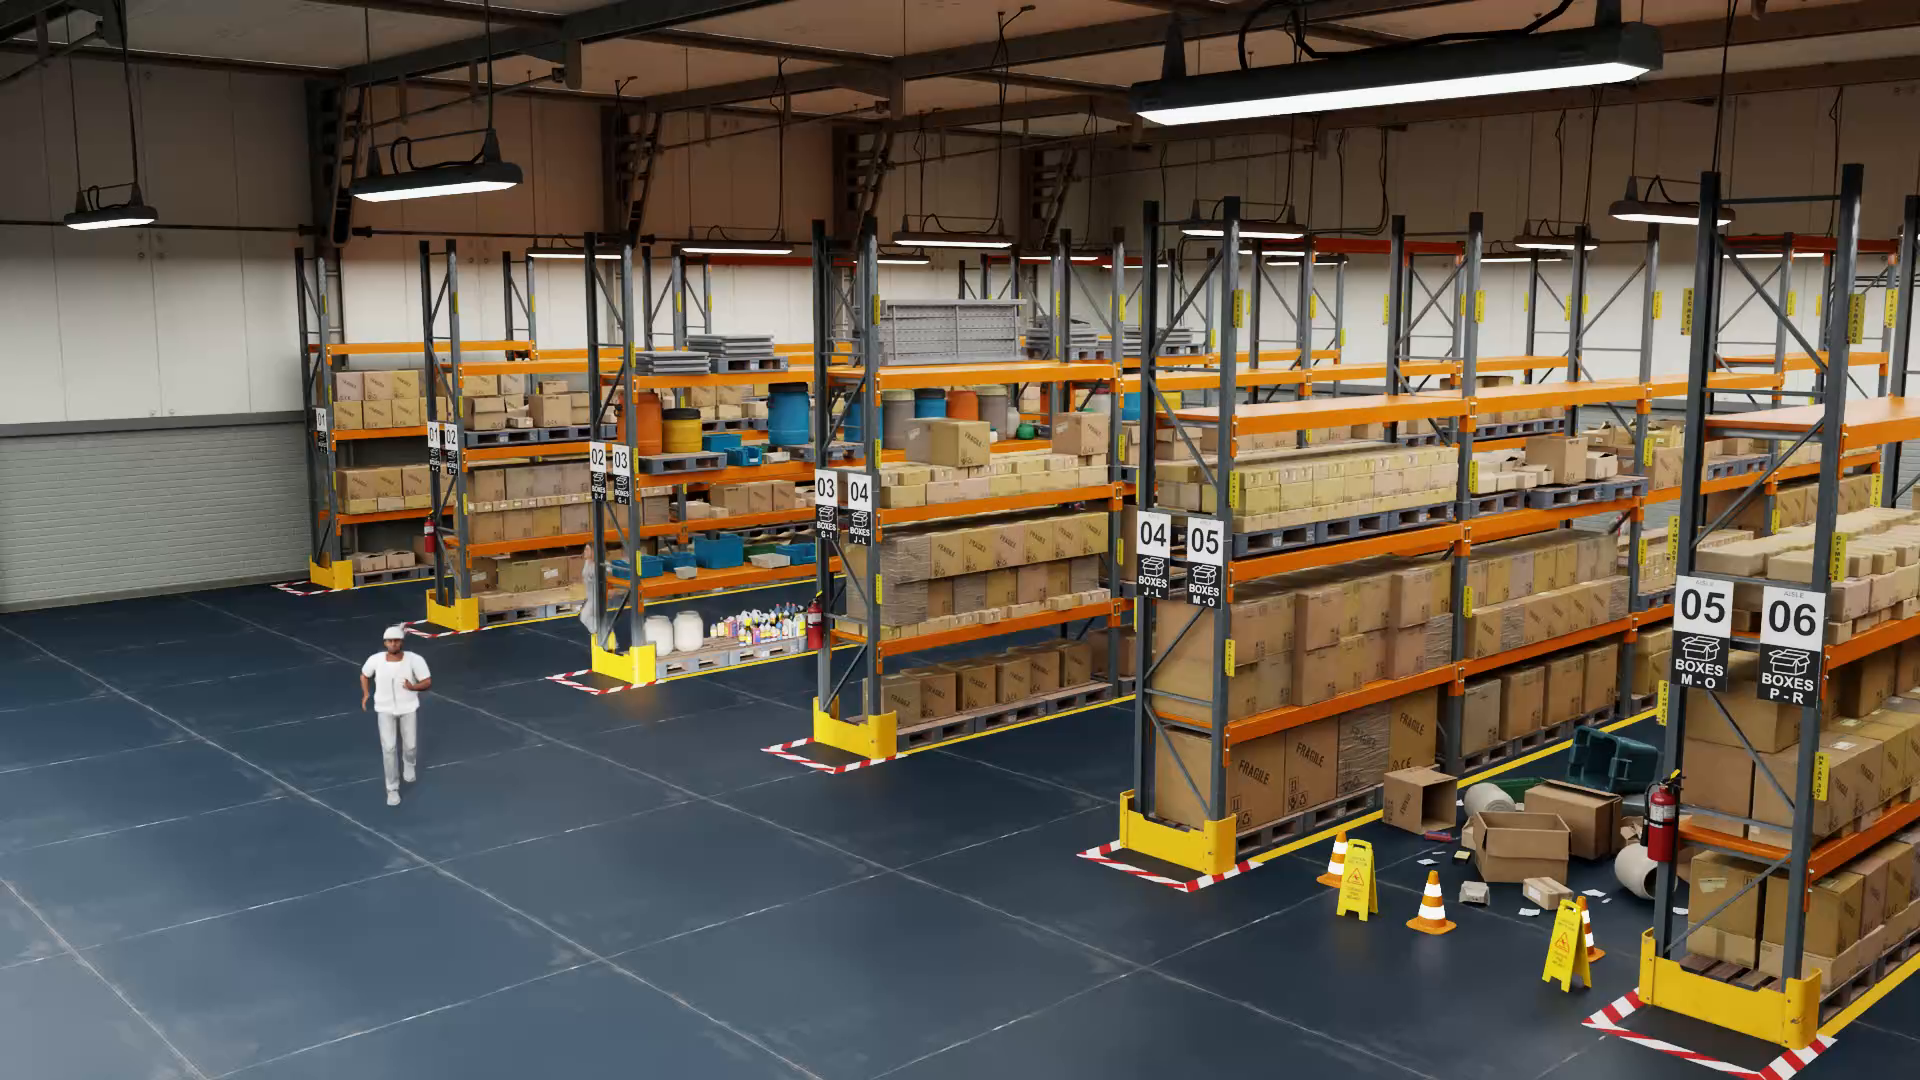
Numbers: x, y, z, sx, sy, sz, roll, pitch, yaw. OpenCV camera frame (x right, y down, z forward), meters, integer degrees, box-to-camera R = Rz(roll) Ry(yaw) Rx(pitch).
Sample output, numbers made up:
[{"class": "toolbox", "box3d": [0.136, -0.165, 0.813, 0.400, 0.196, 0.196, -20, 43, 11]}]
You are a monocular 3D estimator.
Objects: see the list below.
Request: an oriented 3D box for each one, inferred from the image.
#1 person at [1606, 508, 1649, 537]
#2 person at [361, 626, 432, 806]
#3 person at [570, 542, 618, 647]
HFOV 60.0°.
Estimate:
[{"class": "person", "box3d": [11.342, 0.179, 28.279, 0.697, 1.726, 0.691, 3, 9, 20]}, {"class": "person", "box3d": [-5.811, 1.759, 17.172, 0.699, 1.755, 0.987, -3, 9, -18]}, {"class": "person", "box3d": [-5.283, 0.826, 24.124, 0.715, 1.617, 0.568, -8, 11, -43]}]
